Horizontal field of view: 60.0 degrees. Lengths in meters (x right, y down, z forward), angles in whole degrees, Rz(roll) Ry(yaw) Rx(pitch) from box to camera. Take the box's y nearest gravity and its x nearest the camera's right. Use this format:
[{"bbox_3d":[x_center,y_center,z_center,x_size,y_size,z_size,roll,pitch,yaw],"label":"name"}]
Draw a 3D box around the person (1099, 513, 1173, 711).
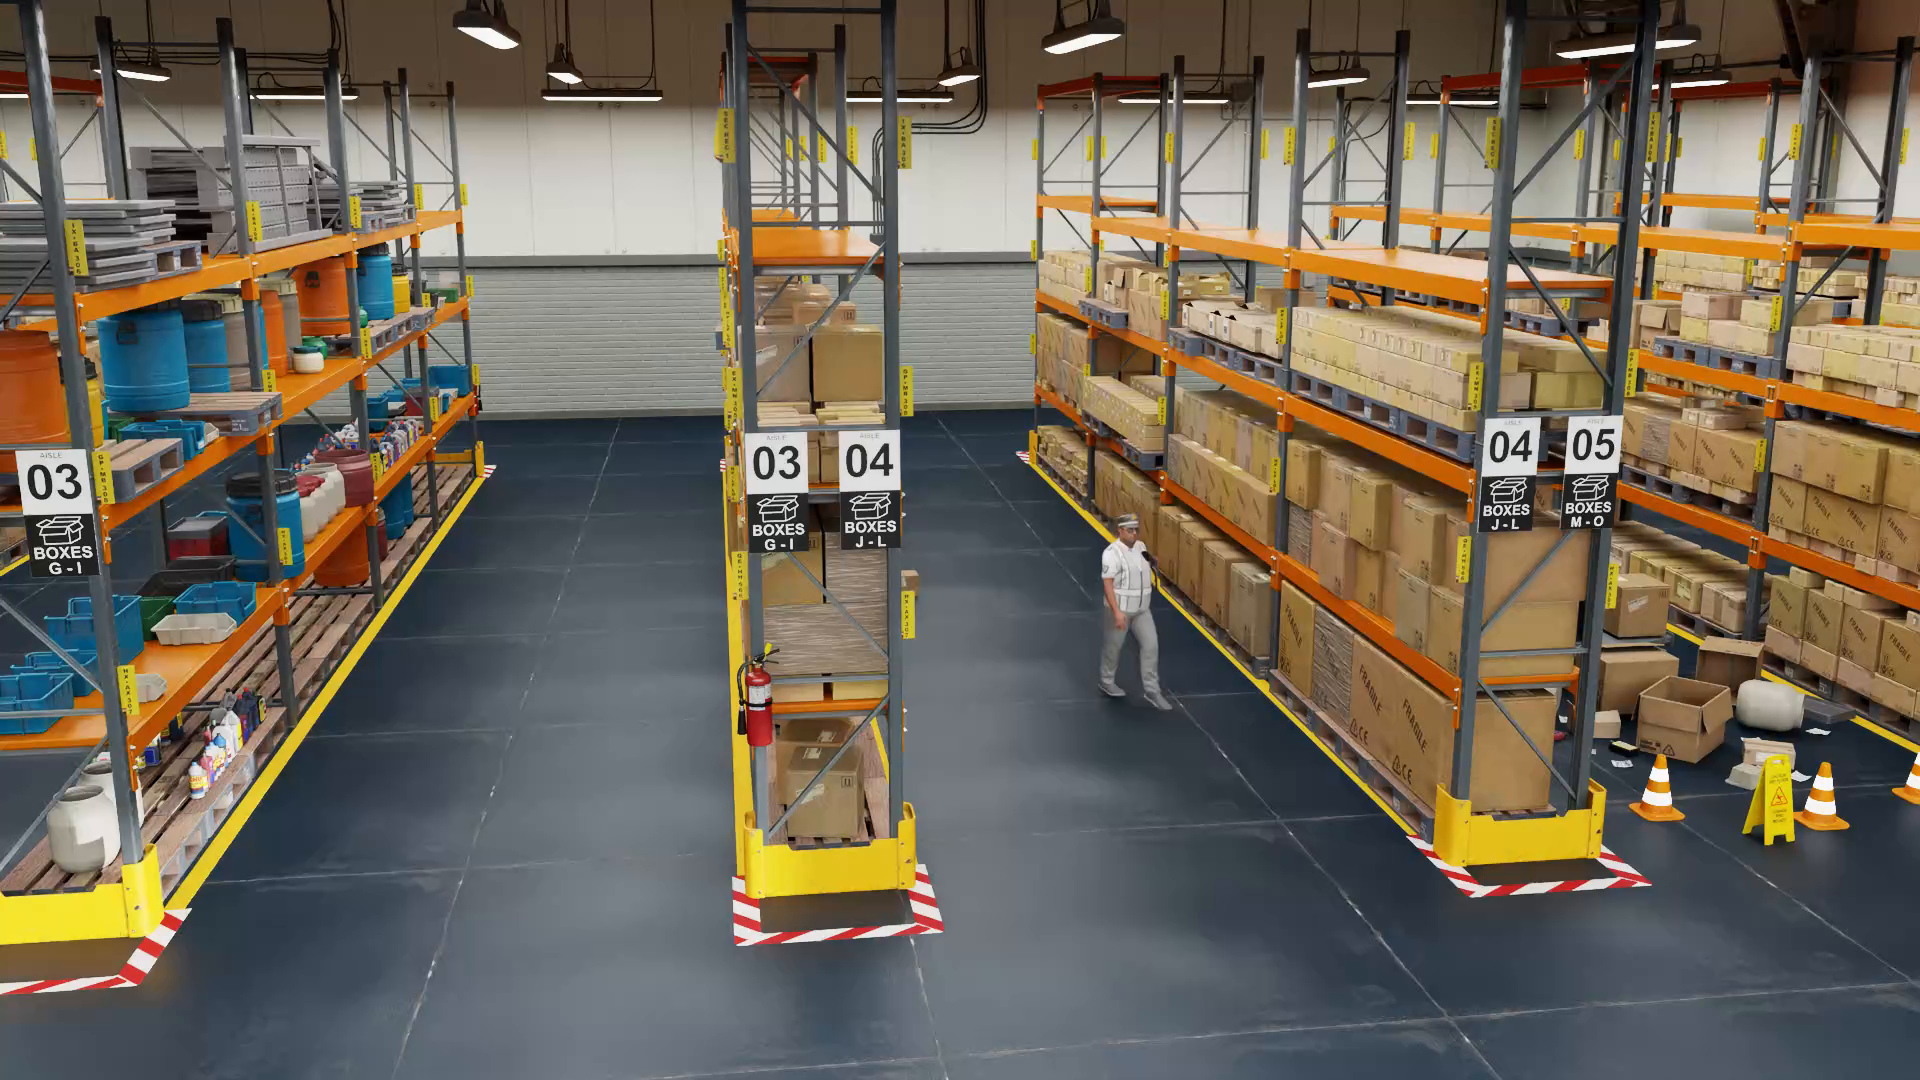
[{"bbox_3d":[1.574,0.652,15.176,0.579,1.810,0.776,-8,16,-32],"label":"person"}]
